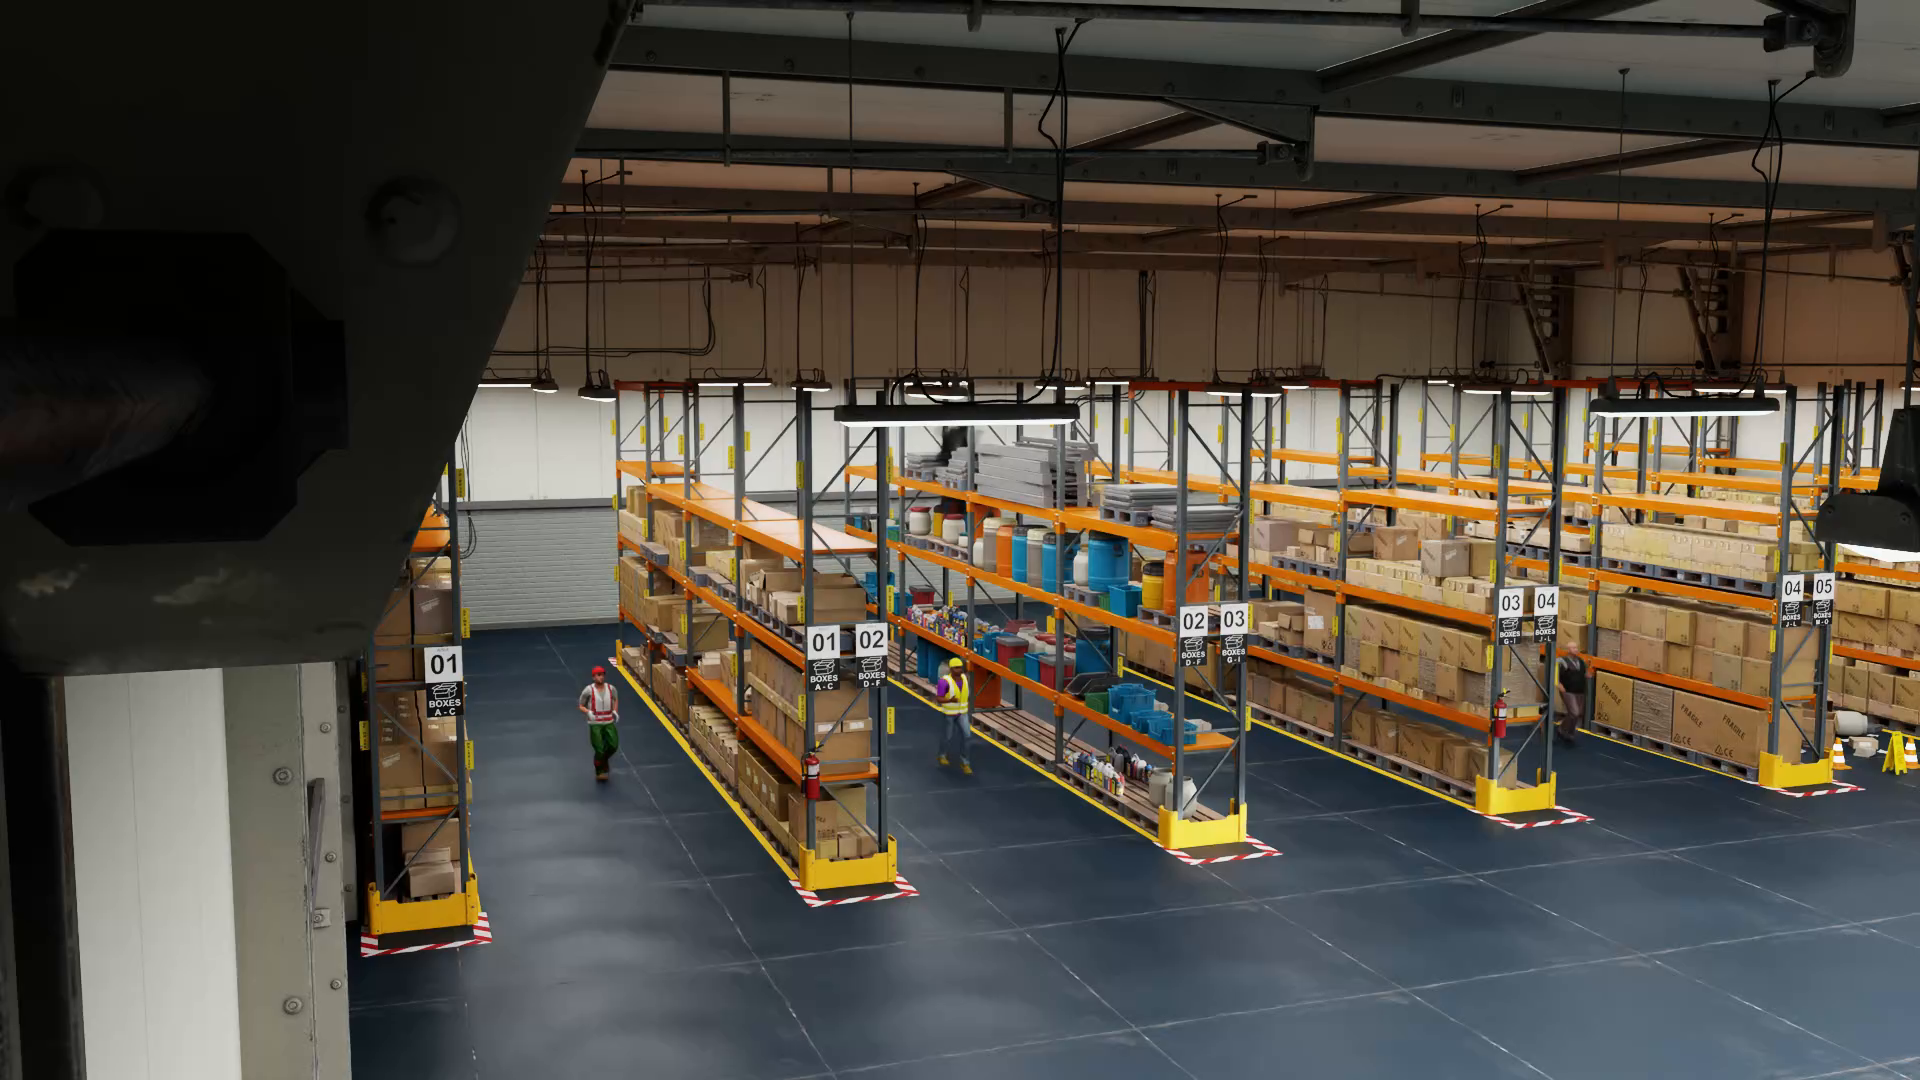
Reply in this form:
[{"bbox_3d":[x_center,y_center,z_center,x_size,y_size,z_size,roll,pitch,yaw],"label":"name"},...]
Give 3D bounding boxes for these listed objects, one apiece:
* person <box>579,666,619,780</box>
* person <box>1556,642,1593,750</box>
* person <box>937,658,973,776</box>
[{"bbox_3d":[-5.446,2.788,25.298,0.649,1.740,0.601,-3,7,-29],"label":"person"},{"bbox_3d":[10.140,2.574,27.540,0.637,1.773,0.715,-3,7,-23],"label":"person"},{"bbox_3d":[-0.089,2.721,25.858,0.635,1.815,0.841,-3,7,-25],"label":"person"}]
